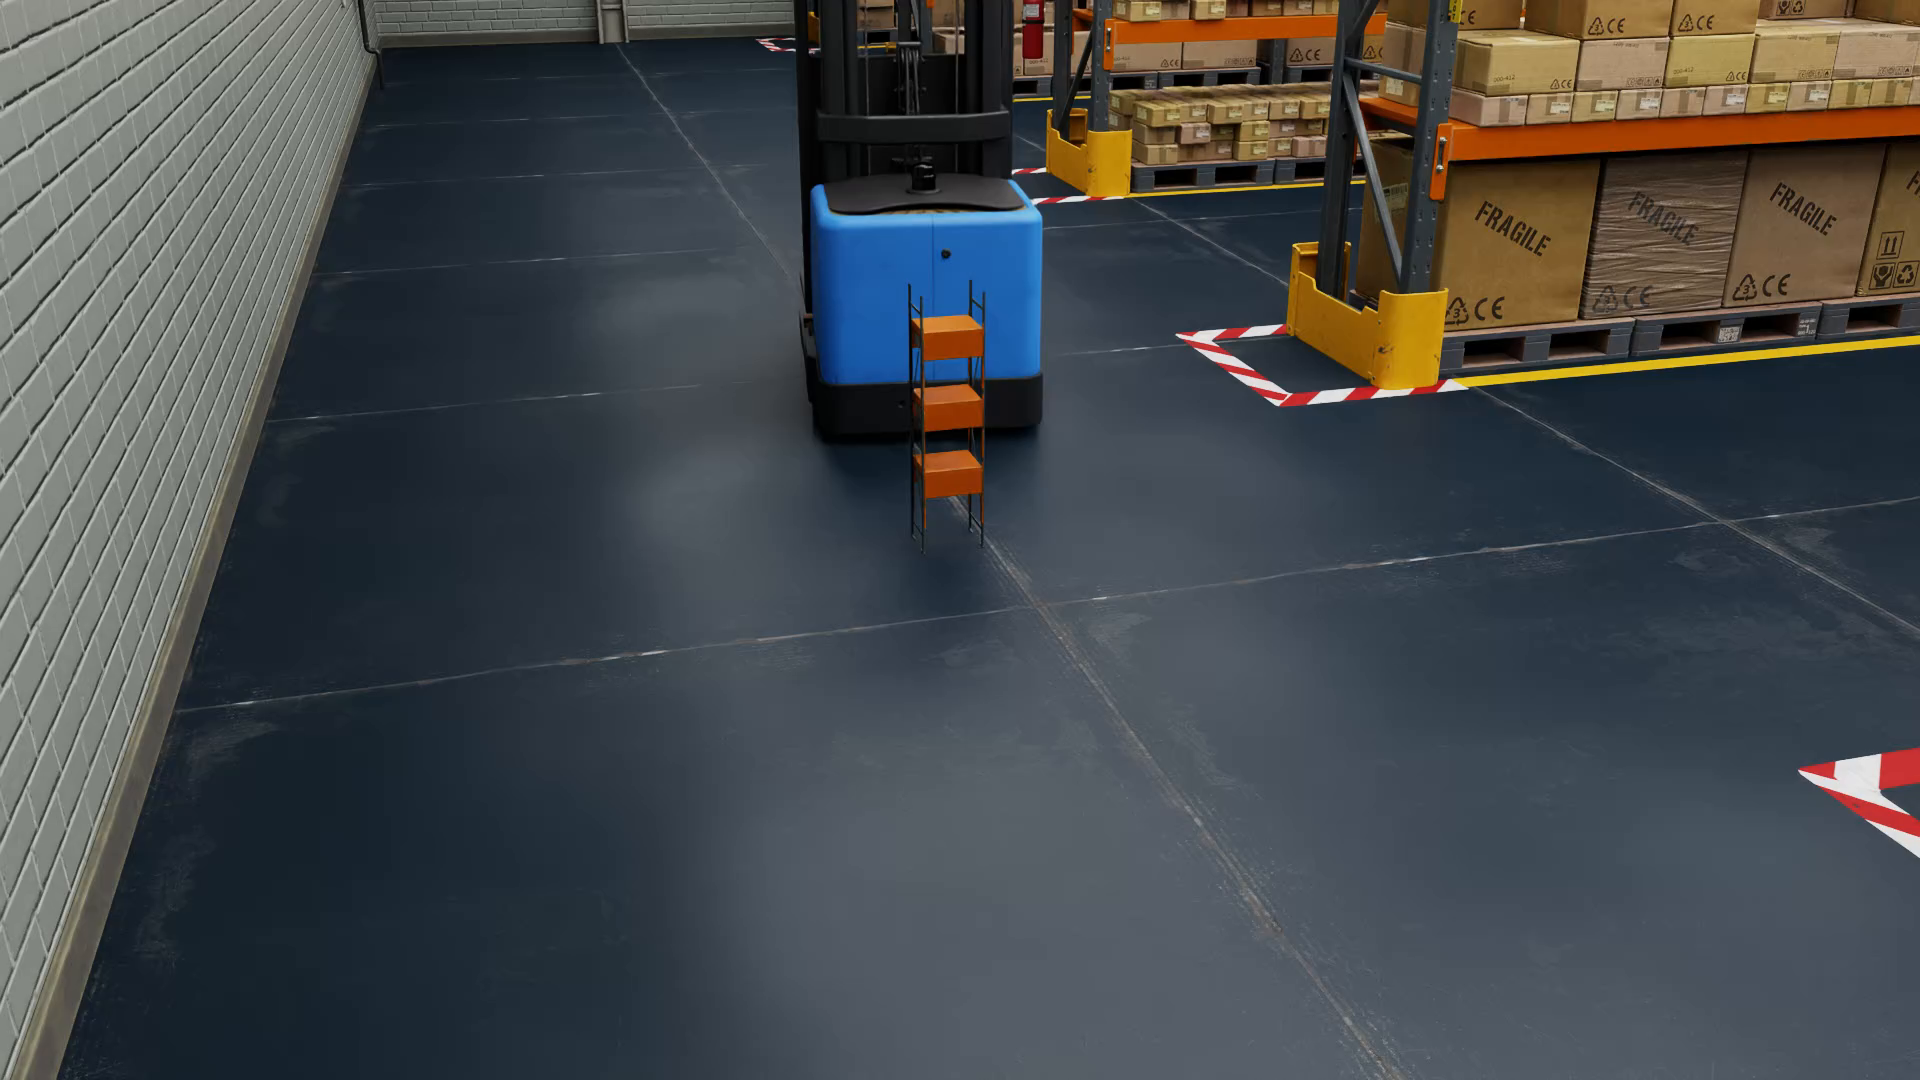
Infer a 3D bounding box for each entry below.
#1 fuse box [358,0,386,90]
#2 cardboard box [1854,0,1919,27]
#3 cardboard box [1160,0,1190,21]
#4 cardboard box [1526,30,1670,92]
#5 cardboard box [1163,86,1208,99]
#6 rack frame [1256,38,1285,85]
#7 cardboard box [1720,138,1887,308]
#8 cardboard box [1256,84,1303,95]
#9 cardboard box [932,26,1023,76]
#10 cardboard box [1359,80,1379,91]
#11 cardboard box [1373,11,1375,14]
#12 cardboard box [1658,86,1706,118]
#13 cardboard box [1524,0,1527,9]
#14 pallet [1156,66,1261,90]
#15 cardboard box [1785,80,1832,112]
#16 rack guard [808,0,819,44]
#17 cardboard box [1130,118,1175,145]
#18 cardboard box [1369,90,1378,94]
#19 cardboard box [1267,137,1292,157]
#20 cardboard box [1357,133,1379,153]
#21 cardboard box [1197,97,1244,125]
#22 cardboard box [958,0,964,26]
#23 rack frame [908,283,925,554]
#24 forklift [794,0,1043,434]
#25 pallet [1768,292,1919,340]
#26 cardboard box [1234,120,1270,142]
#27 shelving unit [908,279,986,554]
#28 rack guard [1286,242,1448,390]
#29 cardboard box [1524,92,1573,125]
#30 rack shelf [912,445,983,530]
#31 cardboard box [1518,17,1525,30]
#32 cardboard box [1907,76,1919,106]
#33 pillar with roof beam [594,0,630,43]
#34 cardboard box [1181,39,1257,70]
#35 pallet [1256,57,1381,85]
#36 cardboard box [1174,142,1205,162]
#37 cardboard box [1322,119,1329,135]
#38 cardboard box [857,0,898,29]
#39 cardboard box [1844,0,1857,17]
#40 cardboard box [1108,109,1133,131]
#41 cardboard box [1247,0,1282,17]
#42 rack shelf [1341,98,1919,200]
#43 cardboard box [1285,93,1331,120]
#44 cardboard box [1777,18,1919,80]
[{"bbox_3d":[-6.329,-5.758,18.000,0.414,1.711,0.539,-6,24,-14],"label":"fuse box"},{"bbox_3d":[5.196,-3.021,8.848,0.500,0.500,0.500,-6,24,-14],"label":"cardboard box"},{"bbox_3d":[1.590,-4.116,12.857,0.250,0.149,0.380,-5,24,-12],"label":"cardboard box"},{"bbox_3d":[3.232,-2.459,8.489,0.500,0.250,0.500,-7,24,-15],"label":"cardboard box"},{"bbox_3d":[1.869,-3.668,13.823,0.250,0.149,0.380,-7,24,-16],"label":"cardboard box"},{"bbox_3d":[3.372,-6.573,18.265,0.127,3.000,1.000,-6,24,-14],"label":"rack frame"},{"bbox_3d":[4.526,-1.891,9.516,0.875,0.875,0.875,-6,24,-14],"label":"cardboard box"},{"bbox_3d":[2.663,-3.707,13.914,0.250,0.149,0.380,-7,24,-16],"label":"cardboard box"},{"bbox_3d":[0.130,-5.271,17.947,0.875,0.438,0.875,-7,24,-16],"label":"cardboard box"},{"bbox_3d":[3.396,-3.818,14.172,0.250,0.149,0.380,-6,24,-13],"label":"cardboard box"},{"bbox_3d":[3.109,-4.276,13.230,0.250,0.149,0.380,-6,24,-13],"label":"cardboard box"},{"bbox_3d":[3.618,-2.292,8.606,0.250,0.149,0.380,-7,24,-15],"label":"cardboard box"},{"bbox_3d":[4.595,-4.470,13.681,0.250,0.149,0.380,-7,24,-15],"label":"cardboard box"},{"bbox_3d":[2.619,-5.240,18.695,1.213,0.211,1.003,-6,24,-14],"label":"pallet"},{"bbox_3d":[4.362,-2.375,8.799,0.250,0.149,0.380,-6,24,-14],"label":"cardboard box"},{"bbox_3d":[-1.750,-6.890,22.175,0.348,0.500,1.175,-6,24,-14],"label":"rack guard"},{"bbox_3d":[1.529,-3.256,13.241,0.250,0.149,0.380,-5,24,-12],"label":"cardboard box"},{"bbox_3d":[3.555,-3.591,13.642,0.250,0.149,0.380,-8,24,-17],"label":"cardboard box"},{"bbox_3d":[2.509,-3.233,13.562,0.250,0.149,0.380,-6,24,-14],"label":"cardboard box"},{"bbox_3d":[3.256,-3.304,13.728,0.250,0.149,0.380,-6,24,-13],"label":"cardboard box"},{"bbox_3d":[2.062,-3.415,13.233,0.250,0.149,0.380,-6,24,-15],"label":"cardboard box"},{"bbox_3d":[0.161,-7.199,22.361,0.500,0.500,0.500,-6,24,-13],"label":"cardboard box"},{"bbox_3d":[-0.169,-0.464,6.499,0.008,1.050,0.200,-6,24,-14],"label":"rack frame"},{"bbox_3d":[-0.307,-2.384,8.588,1.130,2.935,3.031,-3,23,-7],"label":"forklift"},{"bbox_3d":[5.296,-1.478,9.927,1.213,0.211,1.003,-6,24,-14],"label":"pallet"},{"bbox_3d":[2.296,-3.310,13.365,0.250,0.149,0.380,-6,24,-13],"label":"cardboard box"},{"bbox_3d":[-0.052,-0.477,6.530,0.252,1.050,0.215,-6,24,-14],"label":"shelving unit"},{"bbox_3d":[2.175,-1.233,8.990,0.348,0.500,1.175,-6,24,-14],"label":"rack guard"},{"bbox_3d":[2.876,-2.210,8.414,0.250,0.149,0.380,-7,24,-15],"label":"cardboard box"},{"bbox_3d":[-0.052,-0.212,6.643,0.240,0.259,0.215,-6,24,-14],"label":"rack shelf"},{"bbox_3d":[3.082,-2.658,8.955,0.500,0.250,0.500,-7,24,-15],"label":"cardboard box"},{"bbox_3d":[5.102,-2.456,8.989,0.250,0.149,0.380,-6,24,-13],"label":"cardboard box"},{"bbox_3d":[-3.500,-9.209,16.799,0.400,9.000,9.100,-6,24,-14],"label":"pillar with roof beam"},{"bbox_3d":[2.739,-5.562,18.626,0.875,0.438,0.875,-7,24,-15],"label":"cardboard box"},{"bbox_3d":[4.095,-5.402,19.073,1.213,0.211,1.003,-6,24,-14],"label":"pallet"},{"bbox_3d":[1.776,-3.155,13.381,0.250,0.149,0.380,-6,24,-15],"label":"cardboard box"},{"bbox_3d":[3.039,-3.444,13.678,0.250,0.149,0.380,-5,24,-12],"label":"cardboard box"},{"bbox_3d":[-1.209,-7.106,22.140,0.637,0.503,0.797,-7,24,-16],"label":"cardboard box"},{"bbox_3d":[5.043,-3.220,9.311,0.500,0.500,0.500,-6,24,-14],"label":"cardboard box"},{"bbox_3d":[1.387,-3.463,13.721,0.250,0.149,0.380,-7,24,-16],"label":"cardboard box"},{"bbox_3d":[2.344,-4.223,13.107,0.250,0.149,0.380,-7,24,-15],"label":"cardboard box"},{"bbox_3d":[4.124,-2.267,9.142,4.000,0.370,1.077,-6,24,-14],"label":"rack shelf"},{"bbox_3d":[2.814,-3.509,13.453,0.250,0.149,0.380,-6,24,-14],"label":"cardboard box"},{"bbox_3d":[4.706,-2.621,8.868,0.500,0.250,0.500,-6,24,-13],"label":"cardboard box"}]
